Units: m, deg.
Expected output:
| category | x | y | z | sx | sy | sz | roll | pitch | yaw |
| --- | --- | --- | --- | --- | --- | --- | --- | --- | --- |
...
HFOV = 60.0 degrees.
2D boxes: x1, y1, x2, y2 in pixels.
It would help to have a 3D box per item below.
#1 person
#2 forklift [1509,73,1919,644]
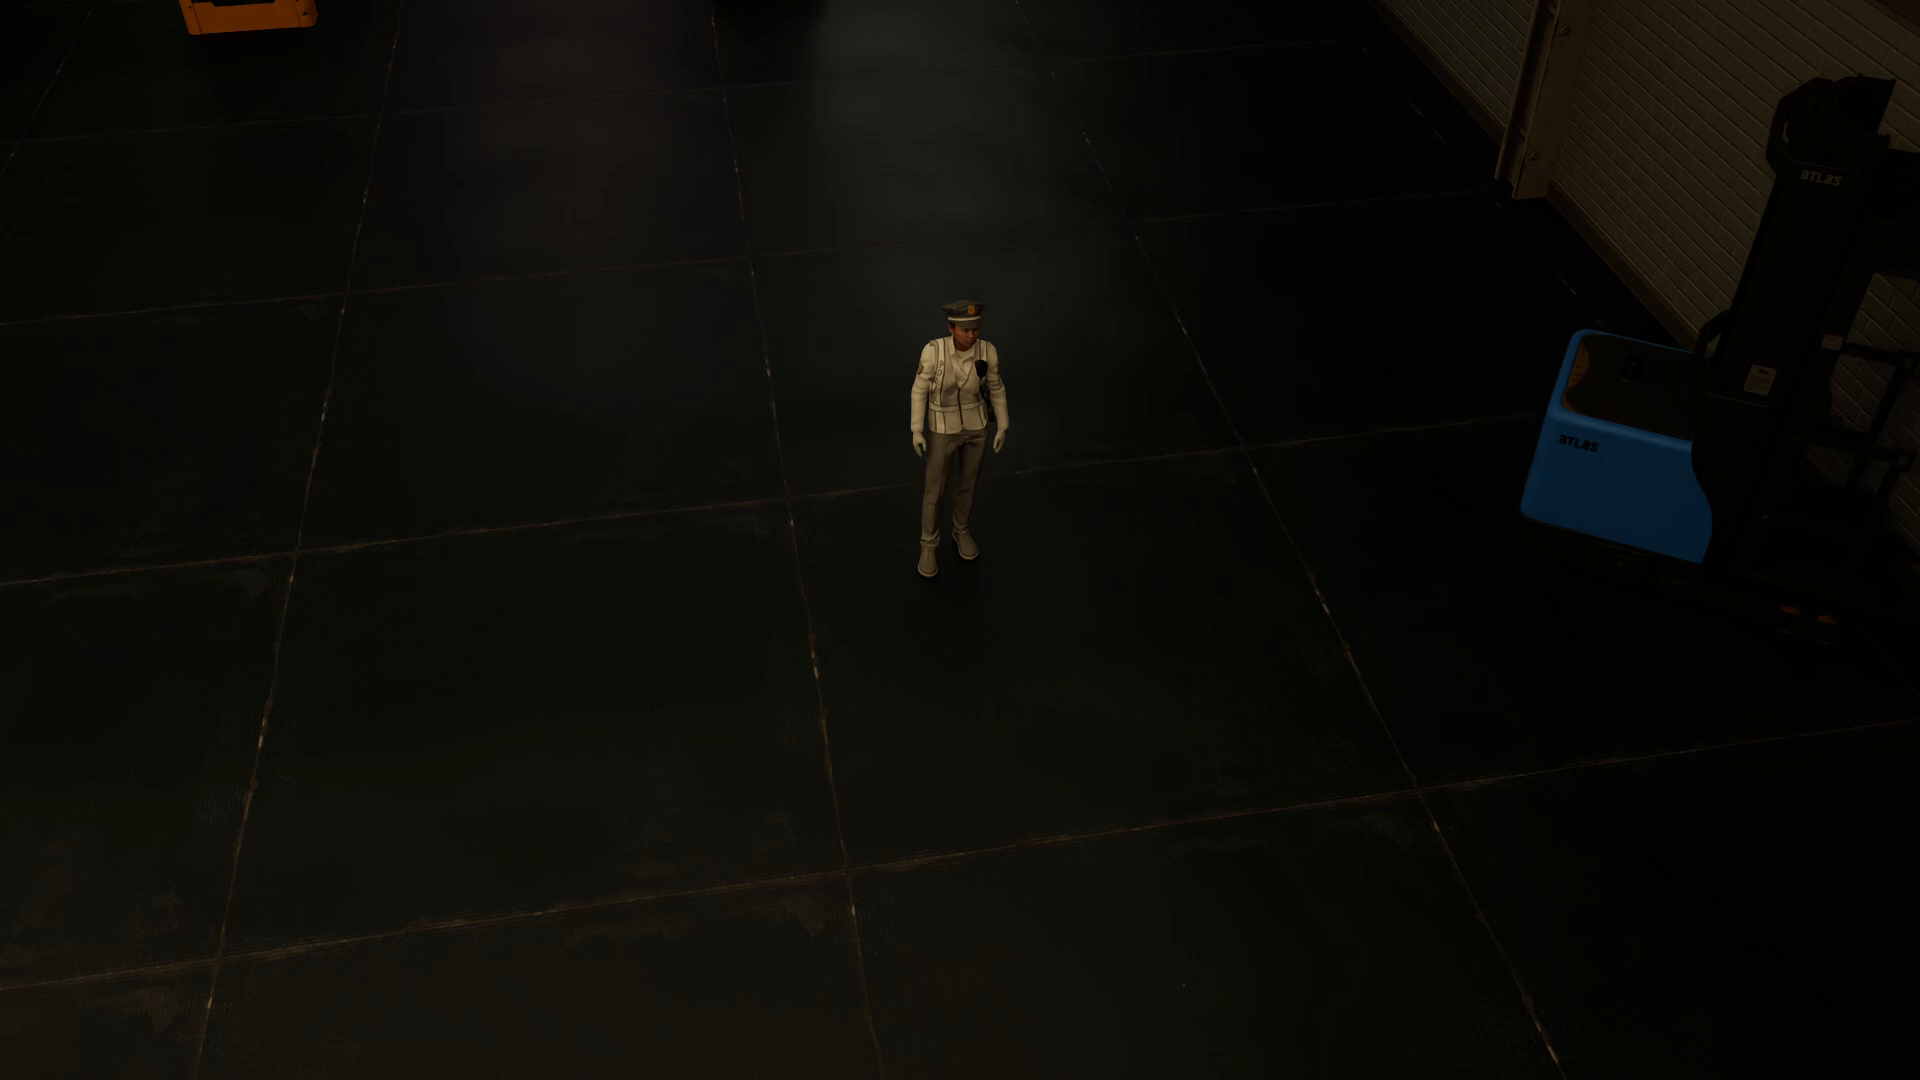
| category | x | y | z | sx | sy | sz | roll | pitch | yaw |
| --- | --- | --- | --- | --- | --- | --- | --- | --- | --- |
| person | 0.005 | -0.606 | 9.614 | 0.586 | 1.694 | 0.530 | -7 | 41 | -8 |
| forklift | 4.895 | -0.915 | 9.033 | 3.031 | 2.935 | 1.130 | 17 | 43 | 19 |
